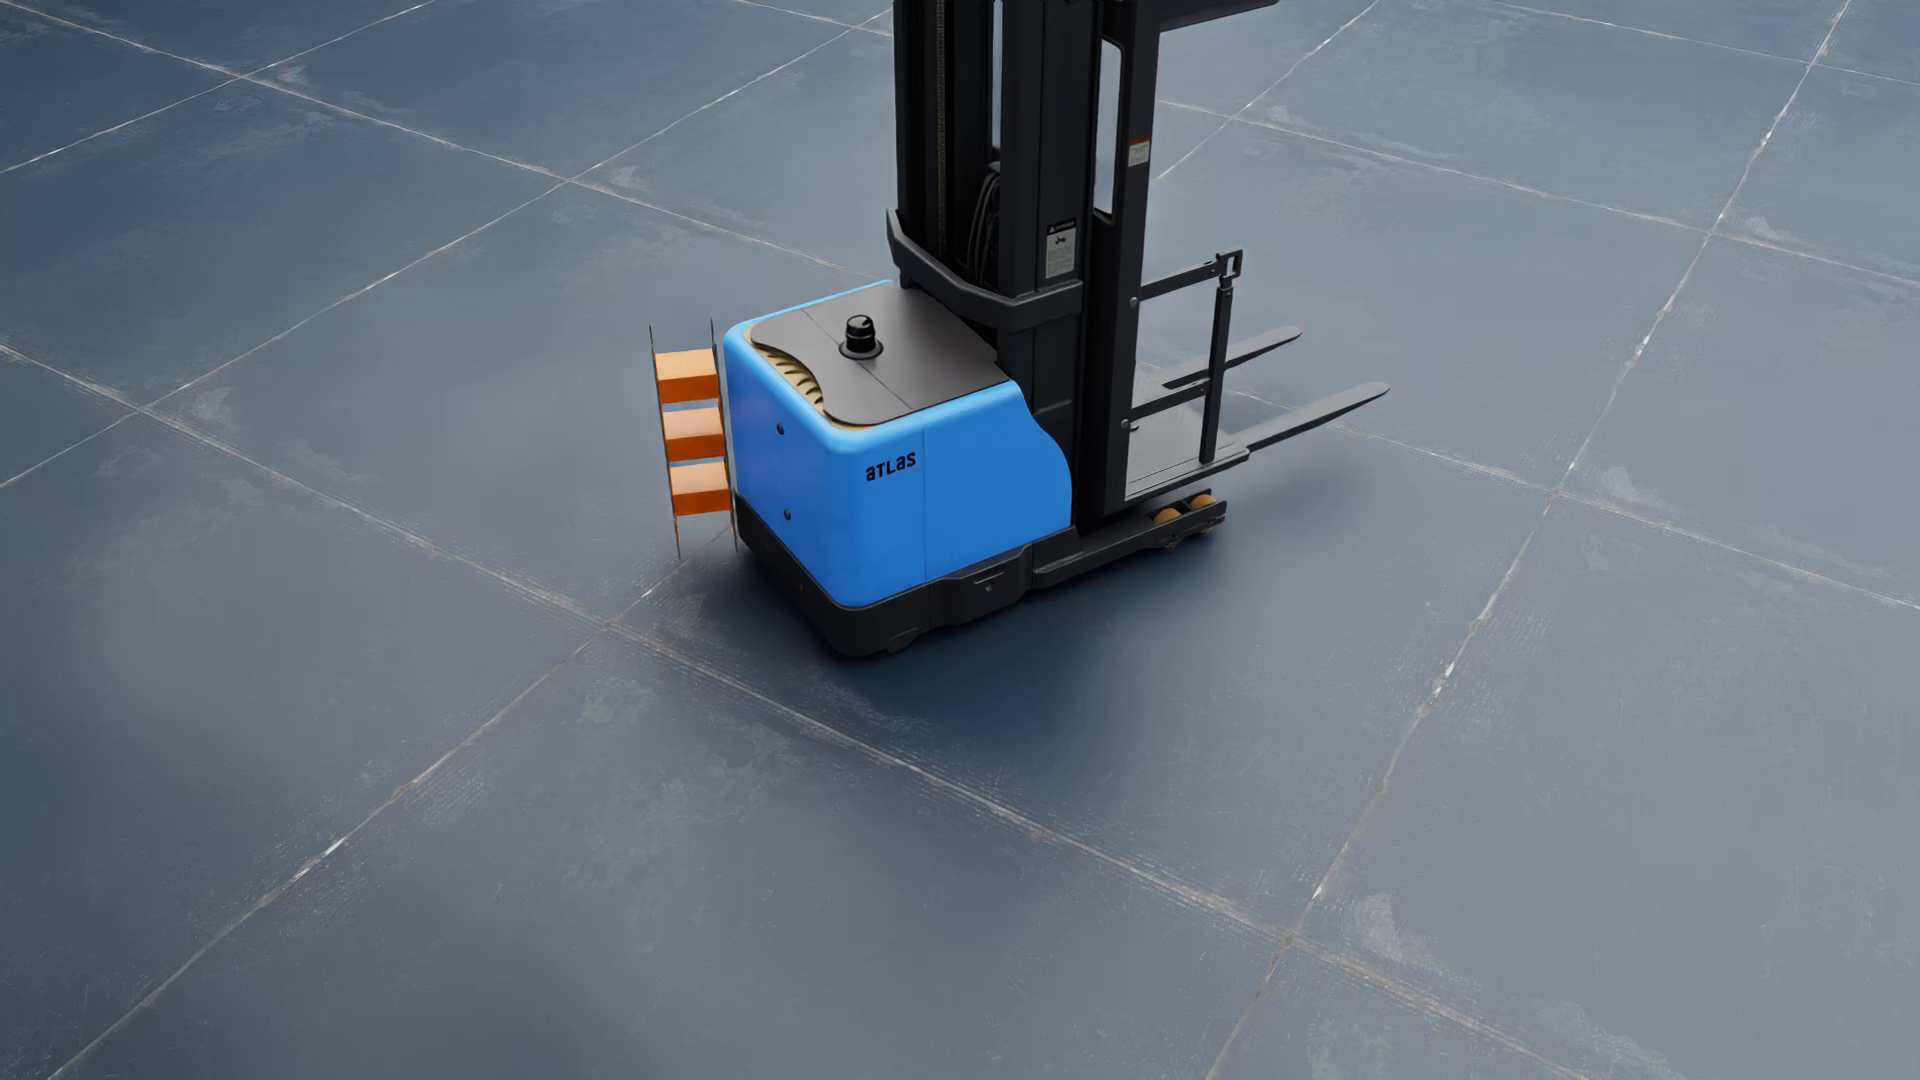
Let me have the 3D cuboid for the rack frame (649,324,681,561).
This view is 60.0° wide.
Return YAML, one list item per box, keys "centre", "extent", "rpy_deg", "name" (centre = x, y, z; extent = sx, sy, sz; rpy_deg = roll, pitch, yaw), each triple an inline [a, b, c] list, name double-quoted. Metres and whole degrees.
- centre: [-1.221, -0.387, 6.892]
  extent: [0.008, 1.050, 0.200]
  rpy_deg: [-7, 38, -9]
  name: "rack frame"

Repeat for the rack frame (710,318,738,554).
- centre: [-0.981, -0.416, 6.930]
  extent: [0.008, 1.050, 0.200]
  rpy_deg: [-7, 38, -9]
  name: "rack frame"

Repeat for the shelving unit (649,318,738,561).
- centre: [-1.101, -0.401, 6.911]
  extent: [0.252, 1.050, 0.215]
  rpy_deg: [-7, 38, -9]
  name: "shelving unit"

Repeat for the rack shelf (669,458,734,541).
- centre: [-1.101, -0.173, 7.087]
  extent: [0.240, 0.259, 0.215]
  rpy_deg: [-7, 38, -9]
  name: "rack shelf"

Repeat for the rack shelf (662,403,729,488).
- centre: [-1.101, -0.393, 6.917]
  extent: [0.240, 0.259, 0.215]
  rpy_deg: [-7, 38, -9]
  name: "rack shelf"

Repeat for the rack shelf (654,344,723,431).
- centre: [-1.101, -0.618, 6.744]
  extent: [0.240, 0.259, 0.215]
  rpy_deg: [-7, 38, -9]
  name: "rack shelf"

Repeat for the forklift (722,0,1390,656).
- centre: [0.565, -1.383, 6.643]
  extent: [3.031, 2.935, 1.130]
  rpy_deg: [-21, 42, -25]
  name: "forklift"
